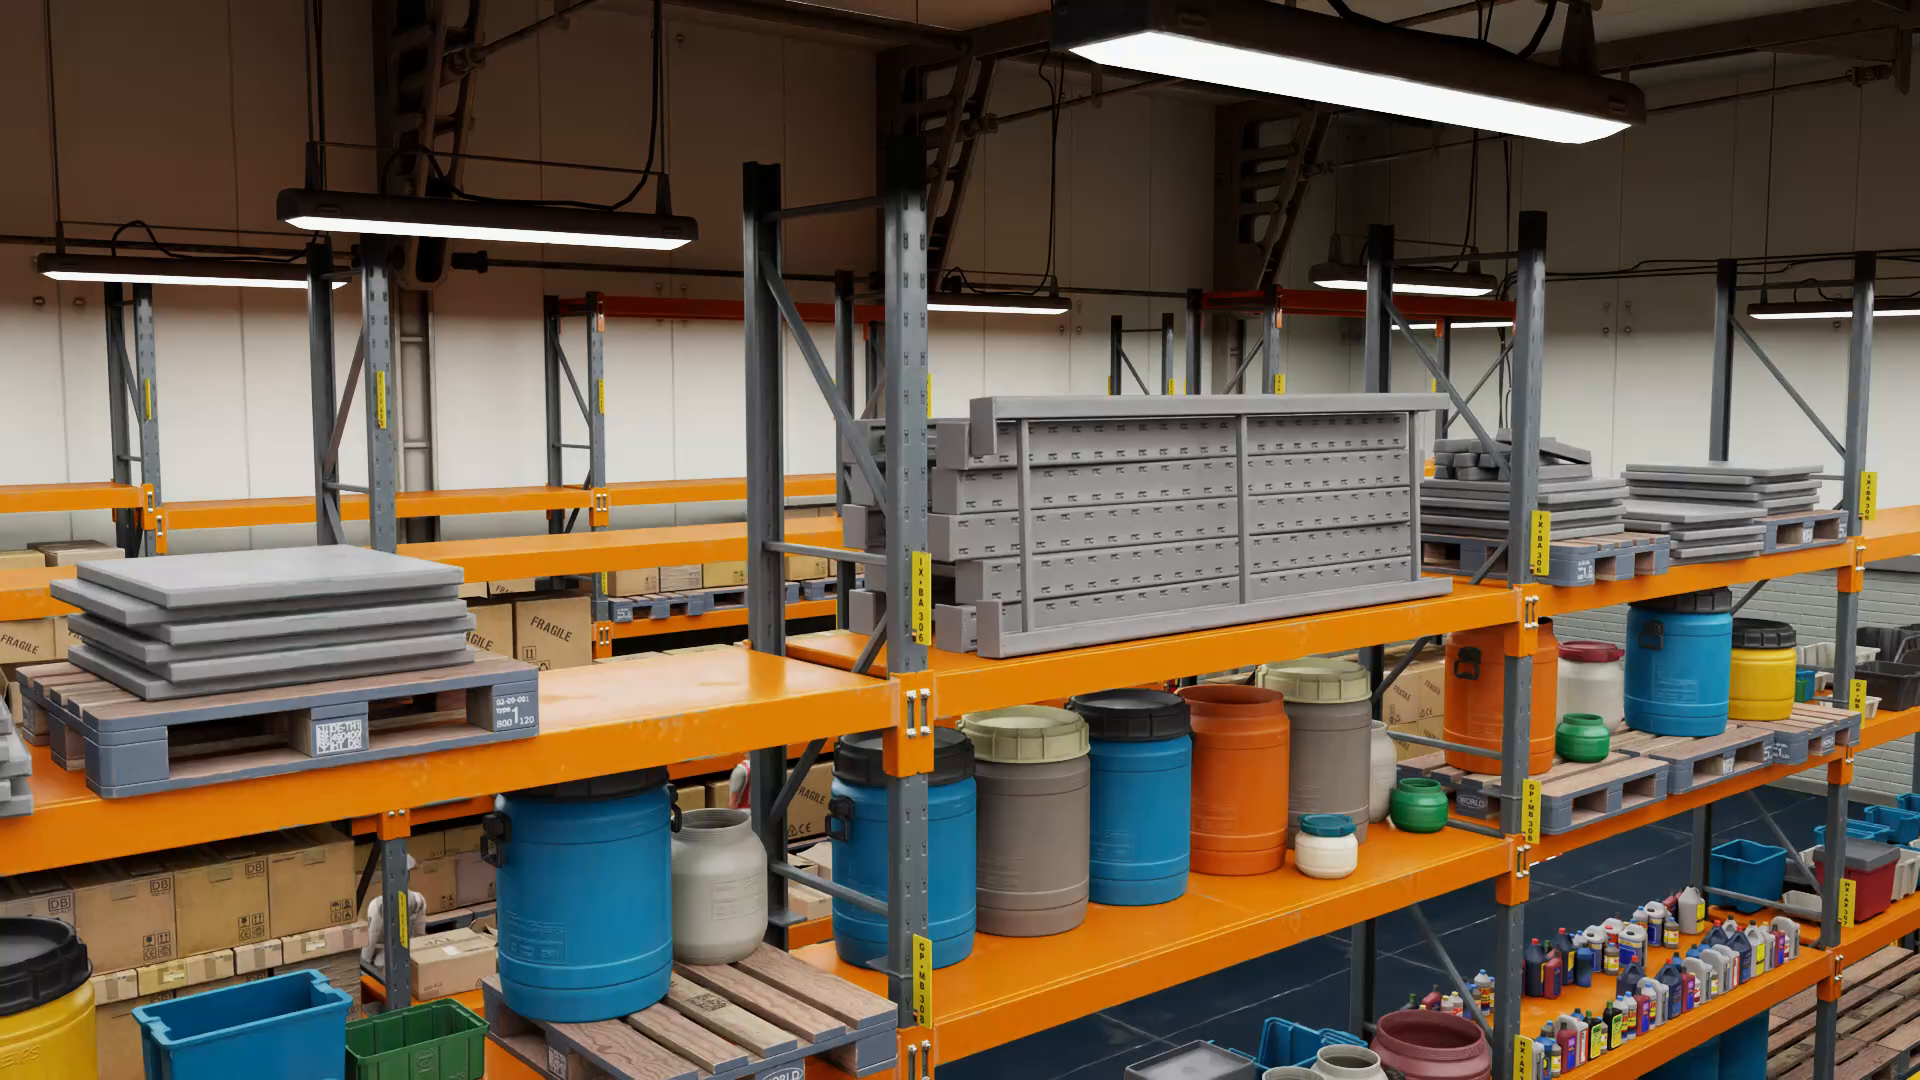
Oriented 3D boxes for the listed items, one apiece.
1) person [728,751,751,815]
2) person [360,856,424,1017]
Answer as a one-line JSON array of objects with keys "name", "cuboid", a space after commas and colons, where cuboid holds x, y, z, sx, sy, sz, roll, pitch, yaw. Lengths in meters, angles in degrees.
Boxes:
[{"name": "person", "cuboid": [-2.082, 2.743, 16.001, 0.376, 1.827, 0.602, 4, 7, 39]}, {"name": "person", "cuboid": [-4.230, 3.163, 12.228, 0.582, 1.711, 0.390, -5, 8, -43]}]
